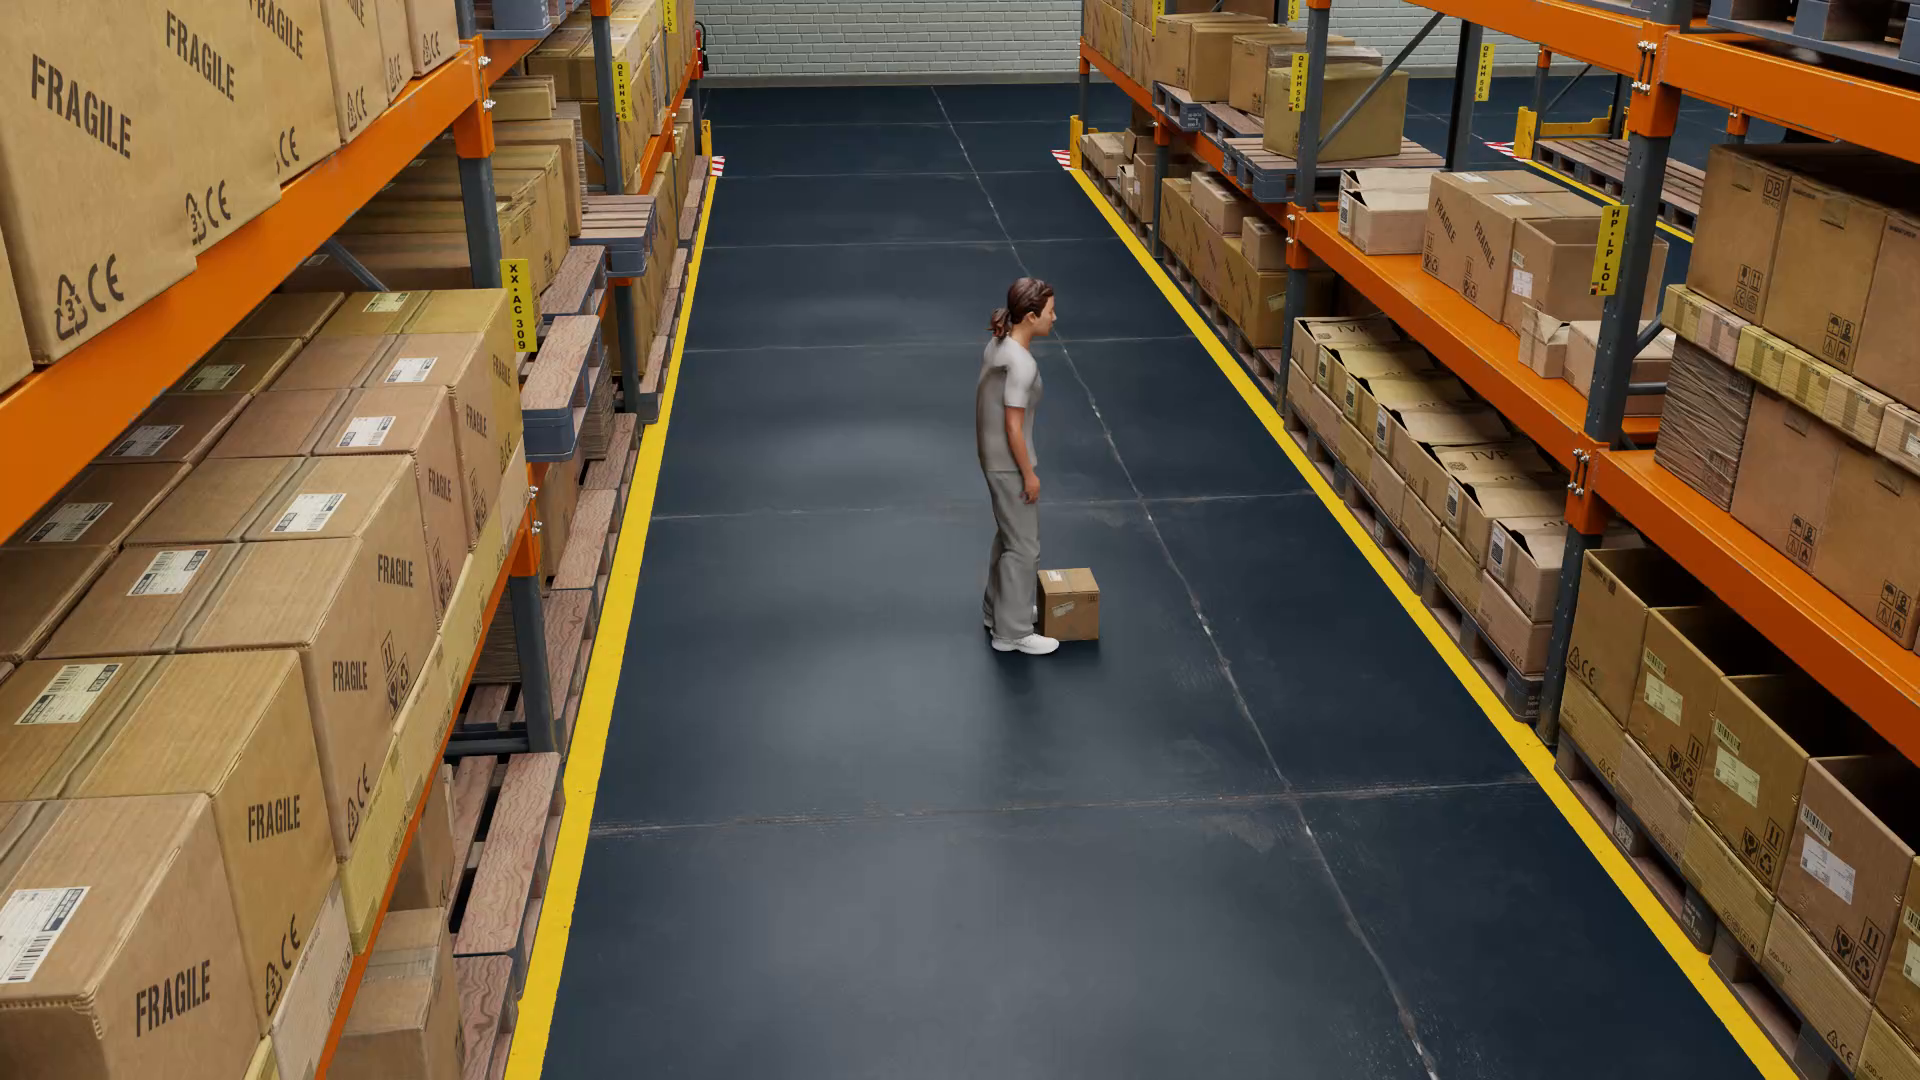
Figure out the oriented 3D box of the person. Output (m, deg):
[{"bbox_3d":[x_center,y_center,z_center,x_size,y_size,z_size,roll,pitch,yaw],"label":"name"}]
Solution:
[{"bbox_3d":[0.252,-0.337,7.366,0.357,1.673,0.486,-2,24,-5],"label":"person"}]
